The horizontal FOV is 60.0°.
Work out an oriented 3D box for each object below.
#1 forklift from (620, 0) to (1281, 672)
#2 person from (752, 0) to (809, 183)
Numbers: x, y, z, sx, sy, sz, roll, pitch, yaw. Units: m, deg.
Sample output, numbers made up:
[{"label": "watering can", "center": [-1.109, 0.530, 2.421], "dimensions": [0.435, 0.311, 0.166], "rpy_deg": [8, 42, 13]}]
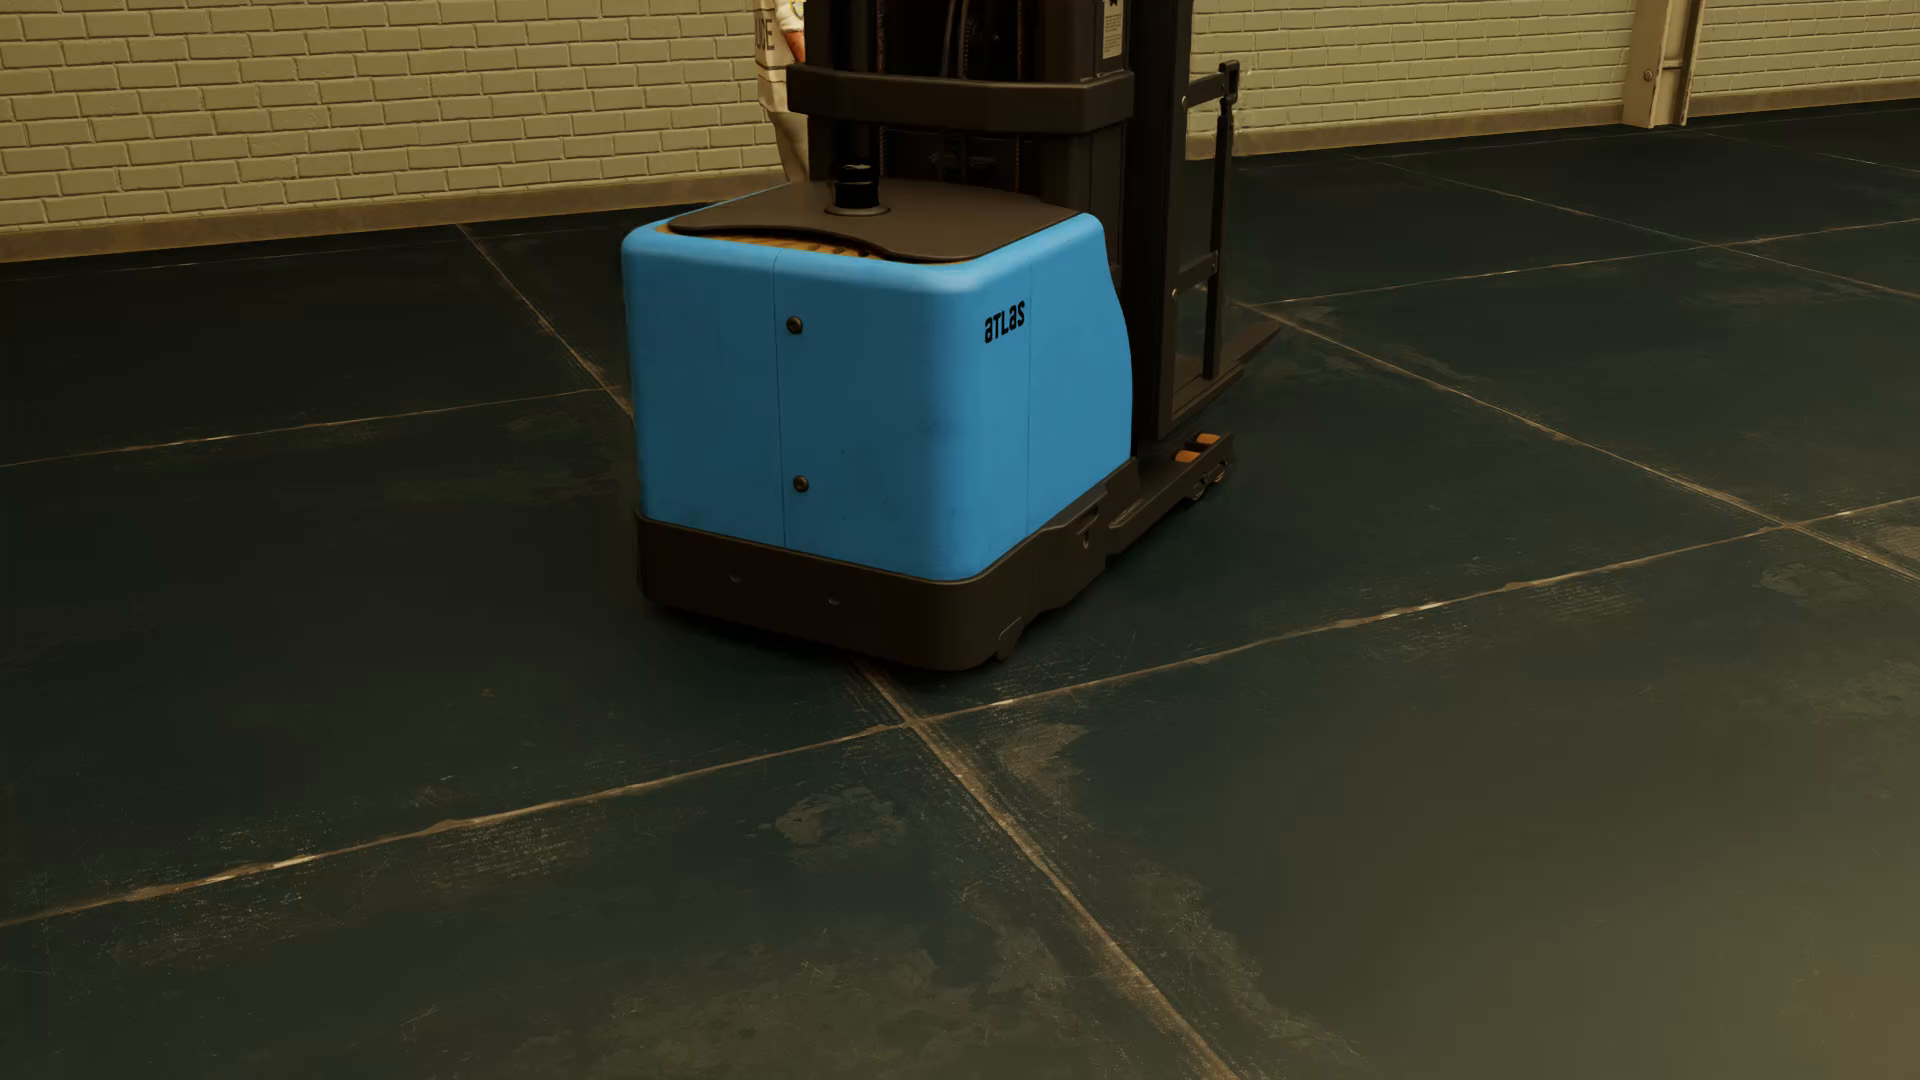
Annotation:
[{"label": "forklift", "center": [0.261, -1.552, 5.022], "dimensions": [1.130, 2.935, 3.031], "rpy_deg": [12, 25, 26]}, {"label": "person", "center": [-0.636, -2.026, 7.642], "dimensions": [0.576, 1.780, 0.638], "rpy_deg": [-9, 24, -21]}]
